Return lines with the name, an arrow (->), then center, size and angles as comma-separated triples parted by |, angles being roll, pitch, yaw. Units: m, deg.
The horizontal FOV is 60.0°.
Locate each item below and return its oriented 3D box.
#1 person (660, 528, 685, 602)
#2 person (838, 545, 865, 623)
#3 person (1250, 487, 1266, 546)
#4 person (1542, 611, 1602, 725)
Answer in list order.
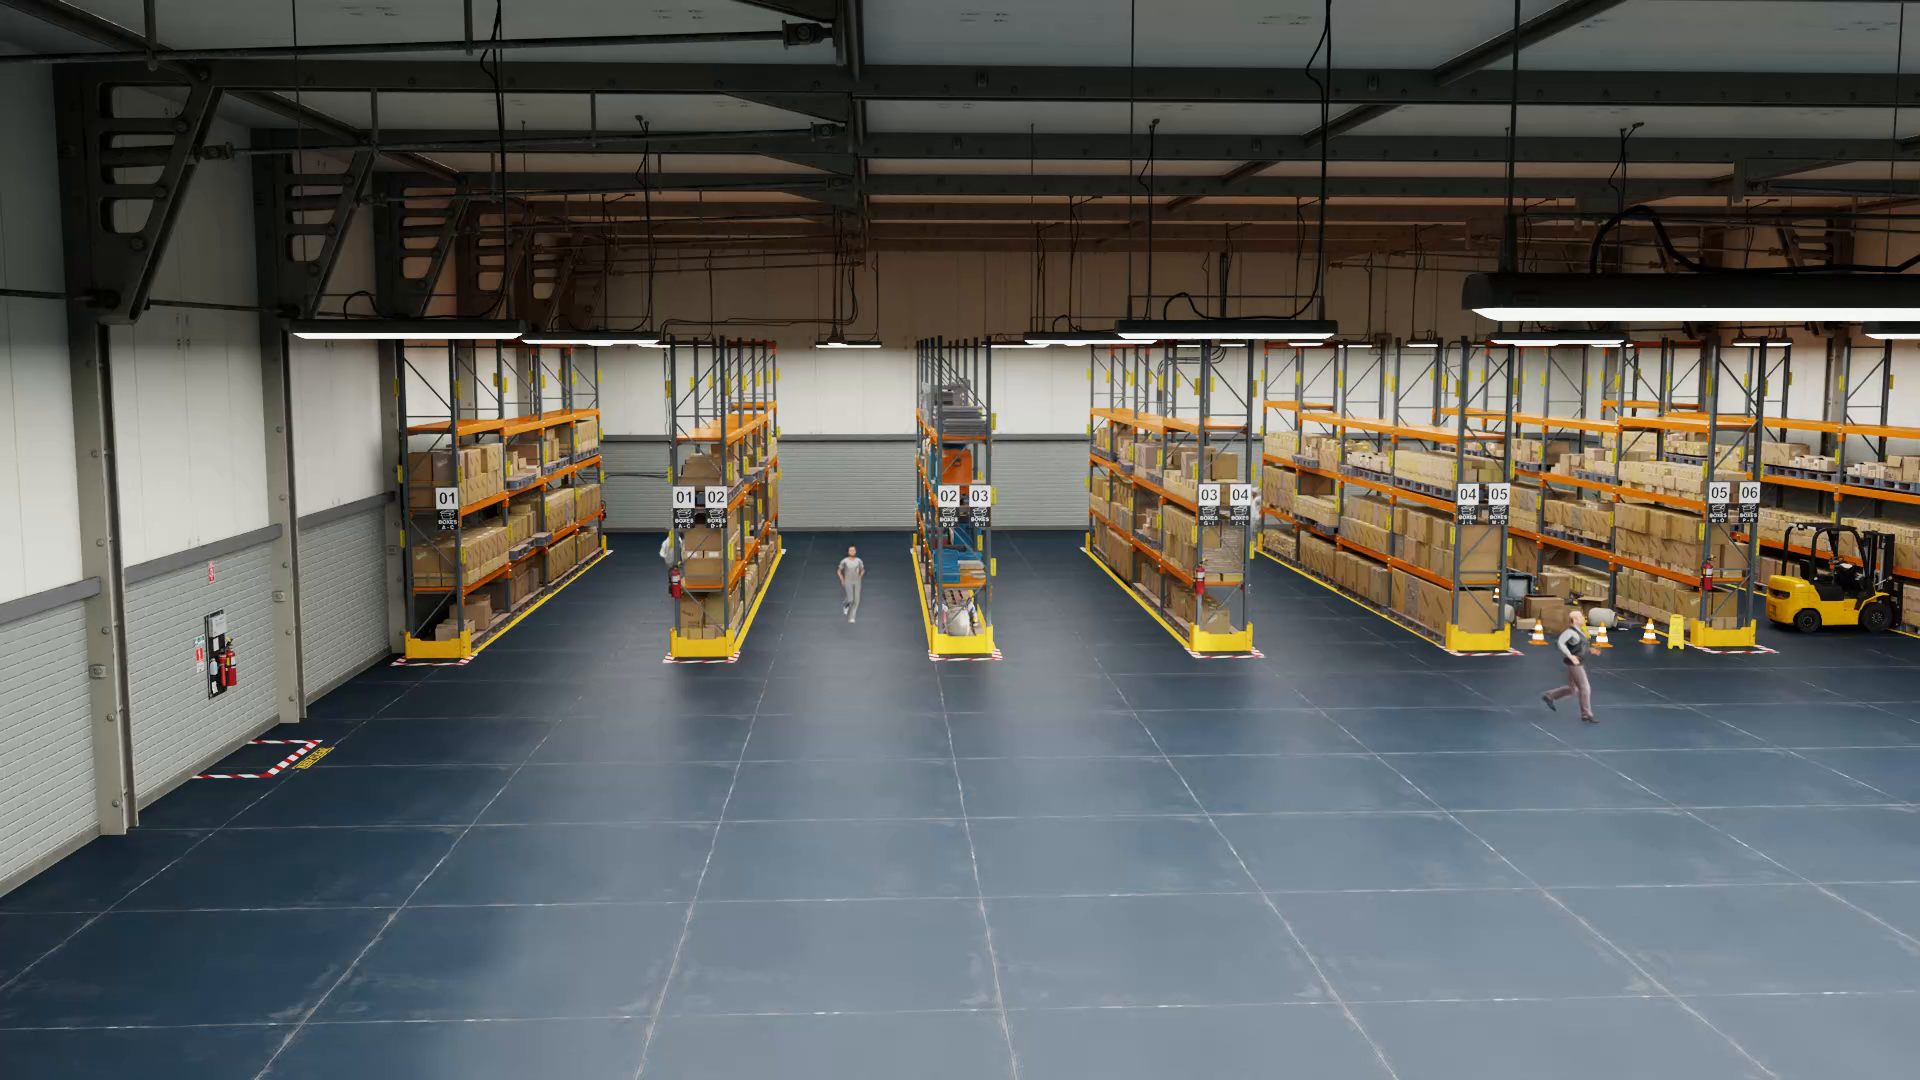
person -> -6.612, 0.536, 38.353 | 0.600, 1.681, 0.841 | -1, 7, -10
person -> -2.256, 0.920, 34.750 | 0.564, 1.618, 0.574 | -2, 7, -18
person -> 8.676, -0.684, 48.864 | 0.617, 1.740, 0.701 | -3, 7, -24
person -> 9.502, 1.955, 25.766 | 0.928, 1.727, 0.663 | 4, 7, 29
